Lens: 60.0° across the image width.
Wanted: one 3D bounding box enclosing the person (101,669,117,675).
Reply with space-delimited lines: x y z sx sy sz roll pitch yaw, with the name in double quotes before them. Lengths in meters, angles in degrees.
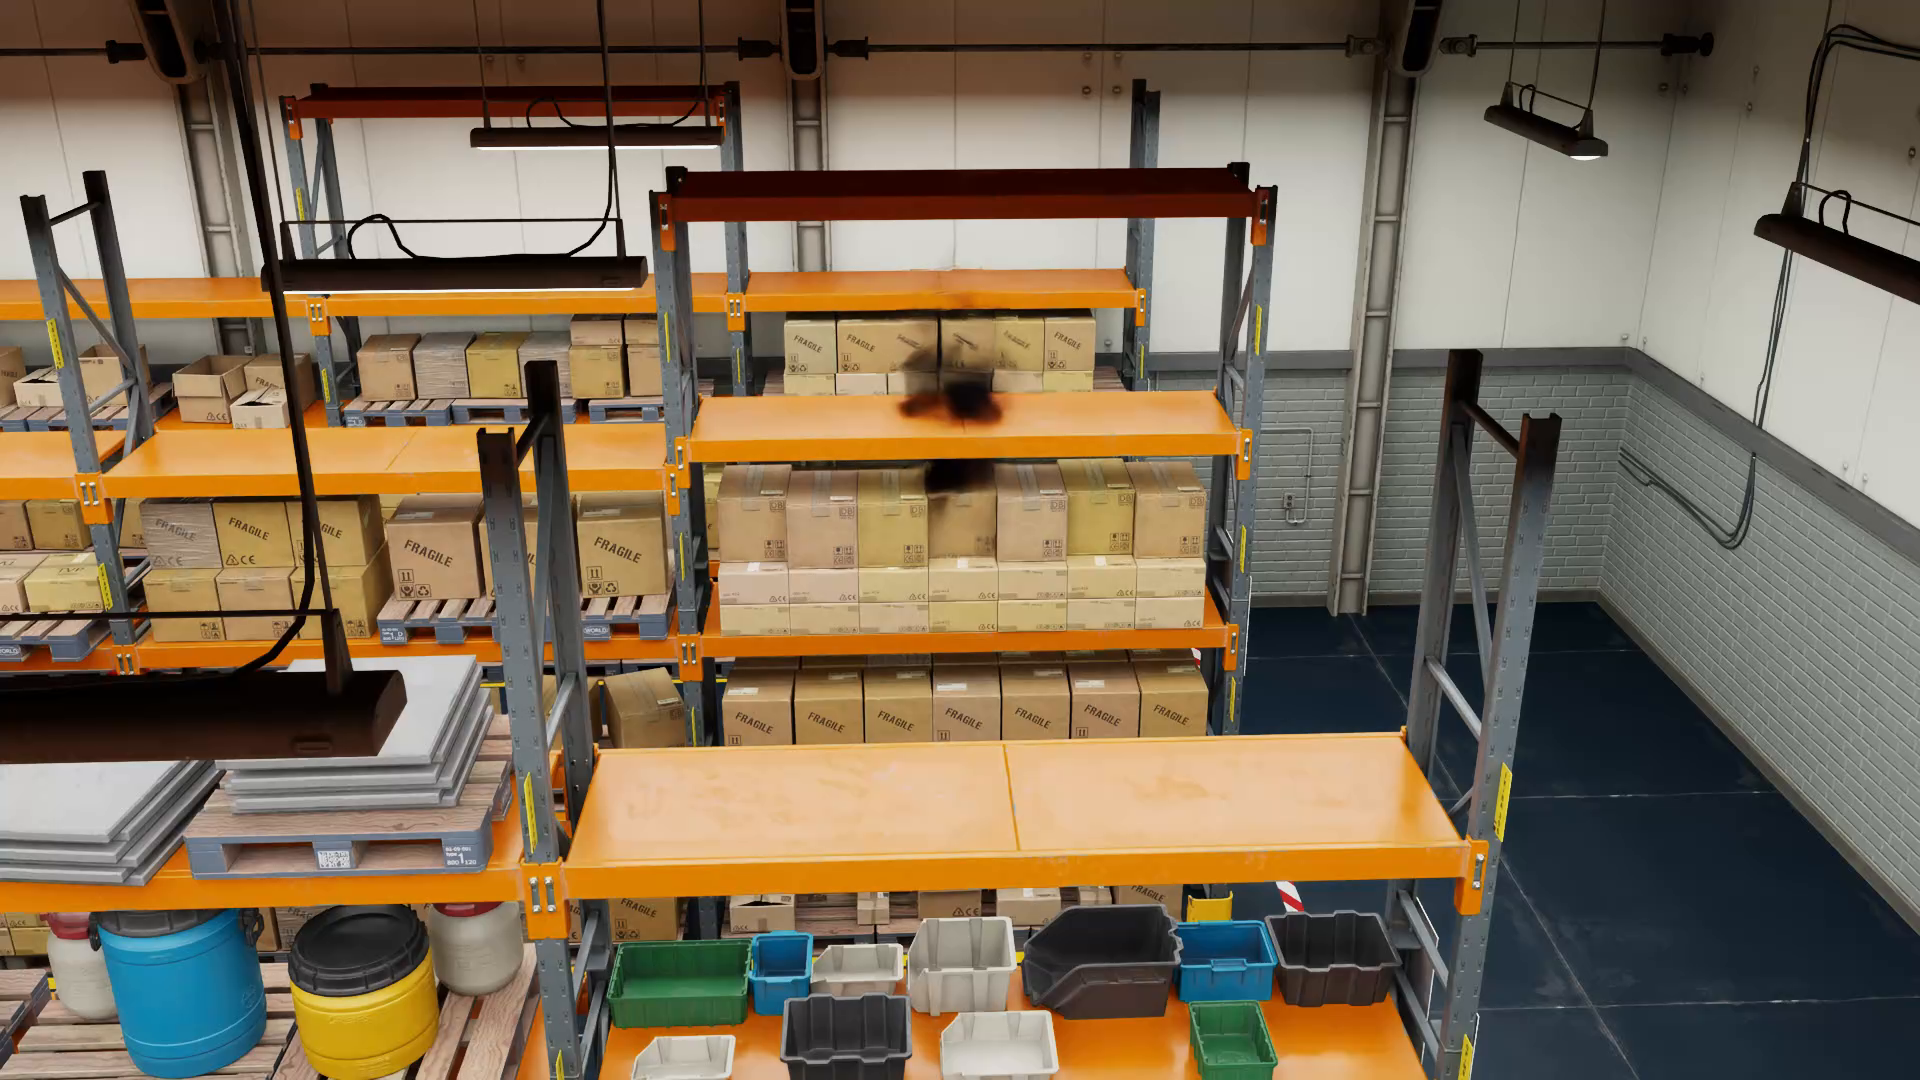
"person" -7.067 1.812 14.356 0.760 1.753 0.657 -1 22 -2
